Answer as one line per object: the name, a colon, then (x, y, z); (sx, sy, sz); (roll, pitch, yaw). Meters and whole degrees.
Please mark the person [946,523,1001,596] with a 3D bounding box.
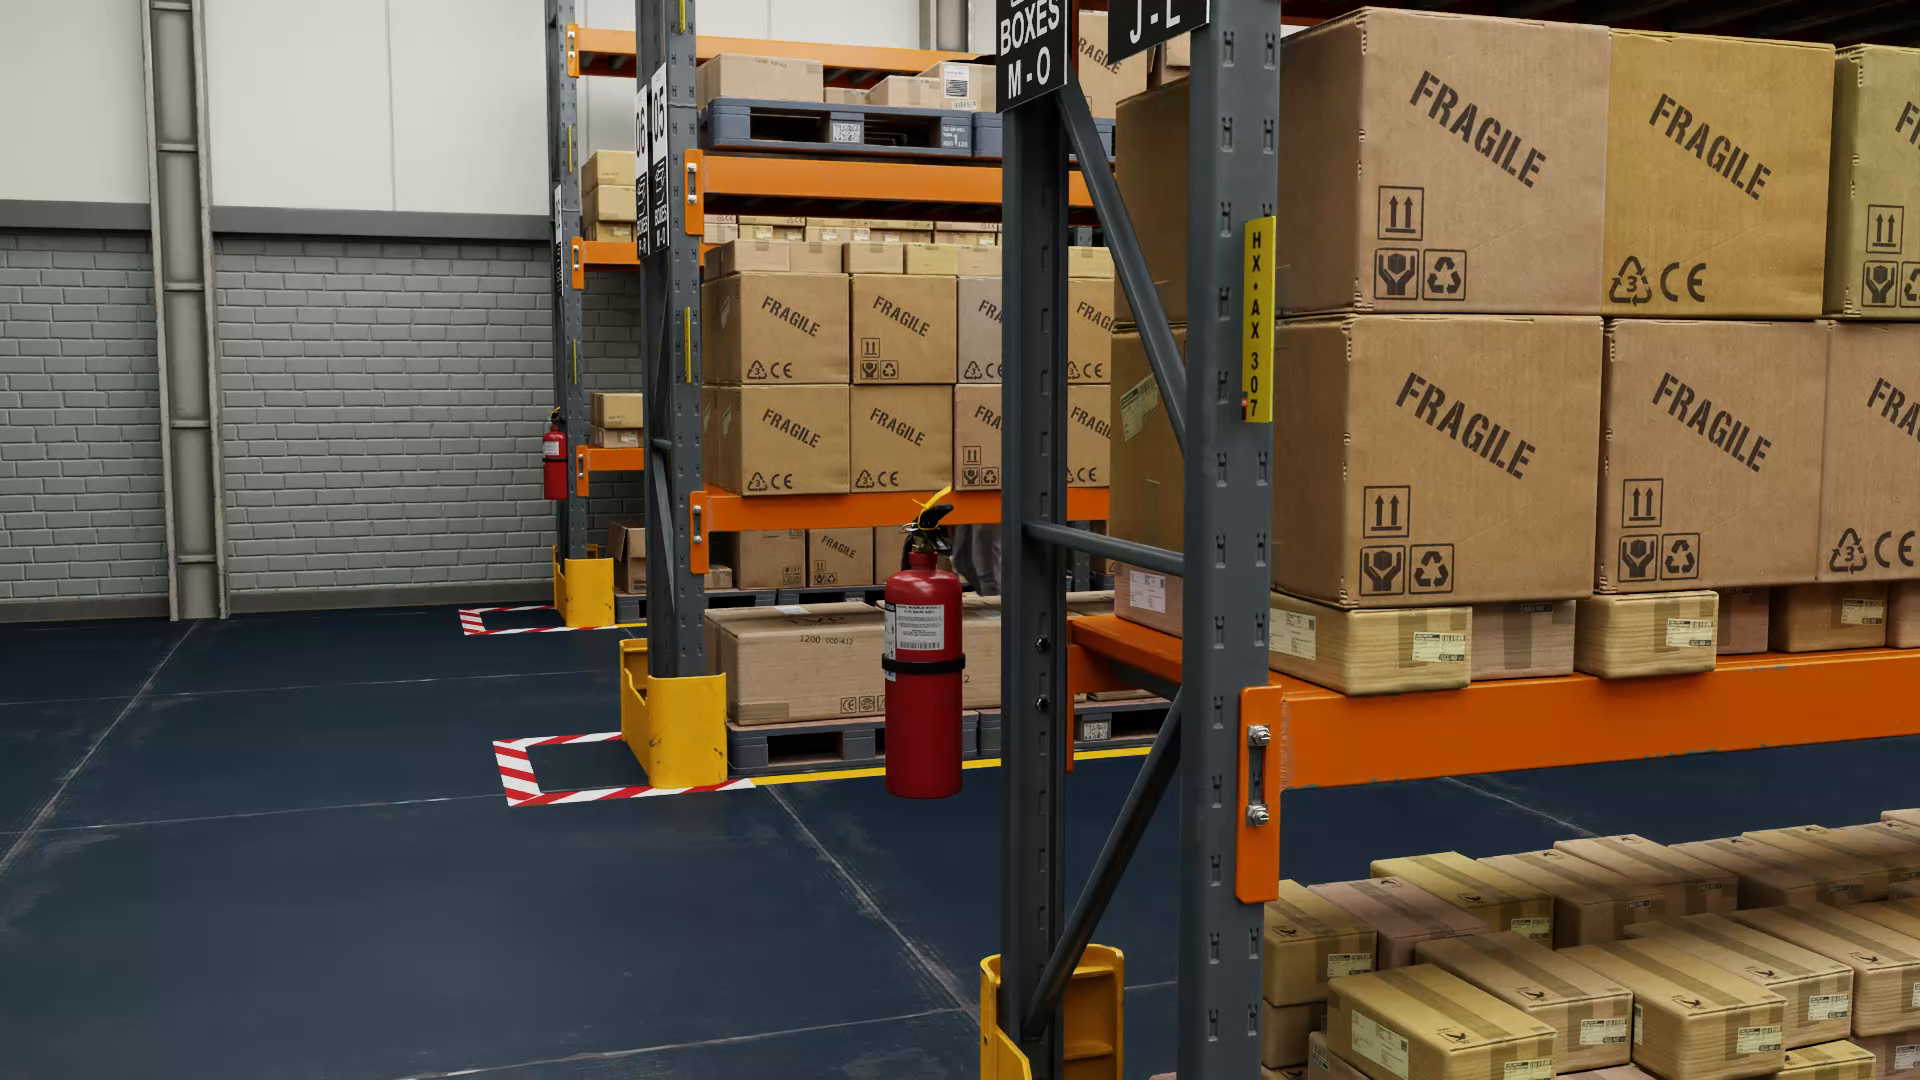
person: (0.170, -0.180, 11.446); (0.528, 1.759, 0.746); (-3, 6, -24)
